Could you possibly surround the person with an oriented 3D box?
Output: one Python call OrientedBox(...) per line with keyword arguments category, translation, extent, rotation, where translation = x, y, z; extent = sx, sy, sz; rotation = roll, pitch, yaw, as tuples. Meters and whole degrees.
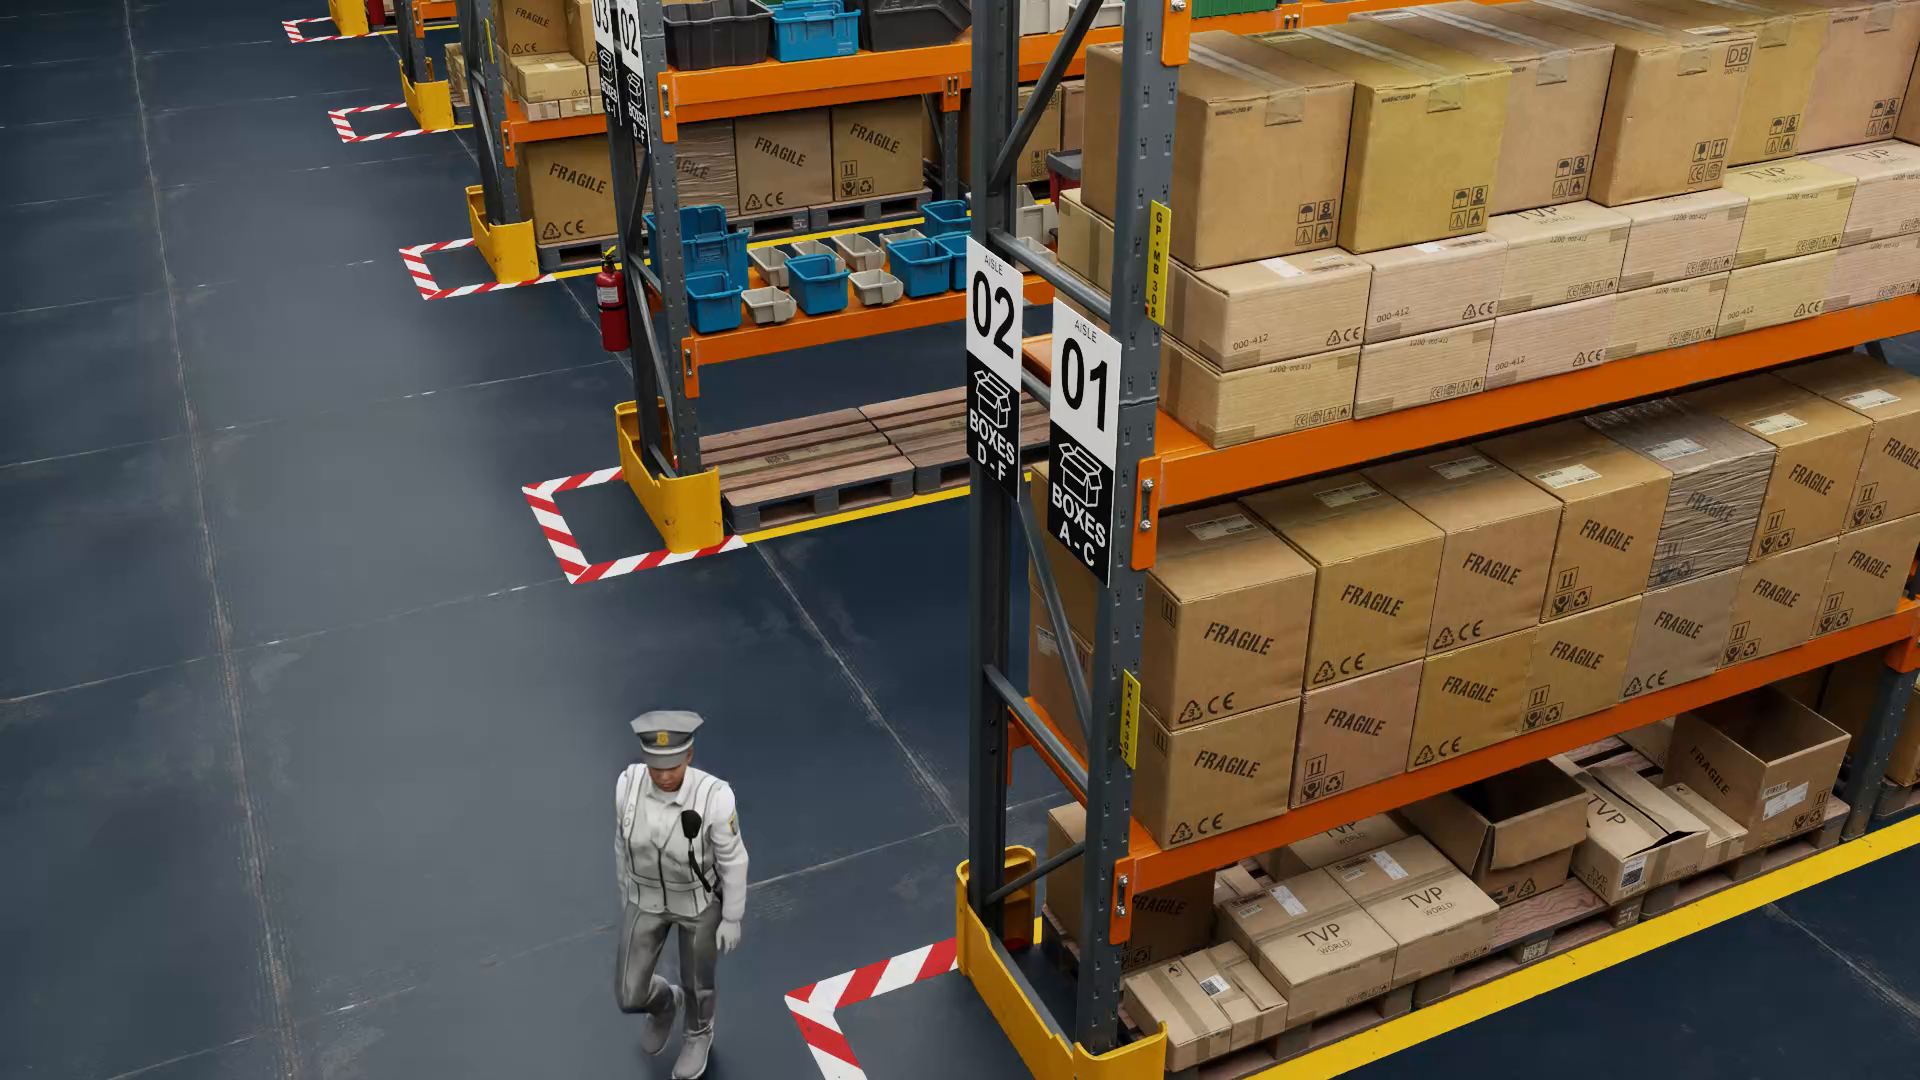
OrientedBox(category="person", translation=(-1.012, 1.322, 6.036), extent=(0.513, 1.679, 0.418), rotation=(4, 30, 6))
